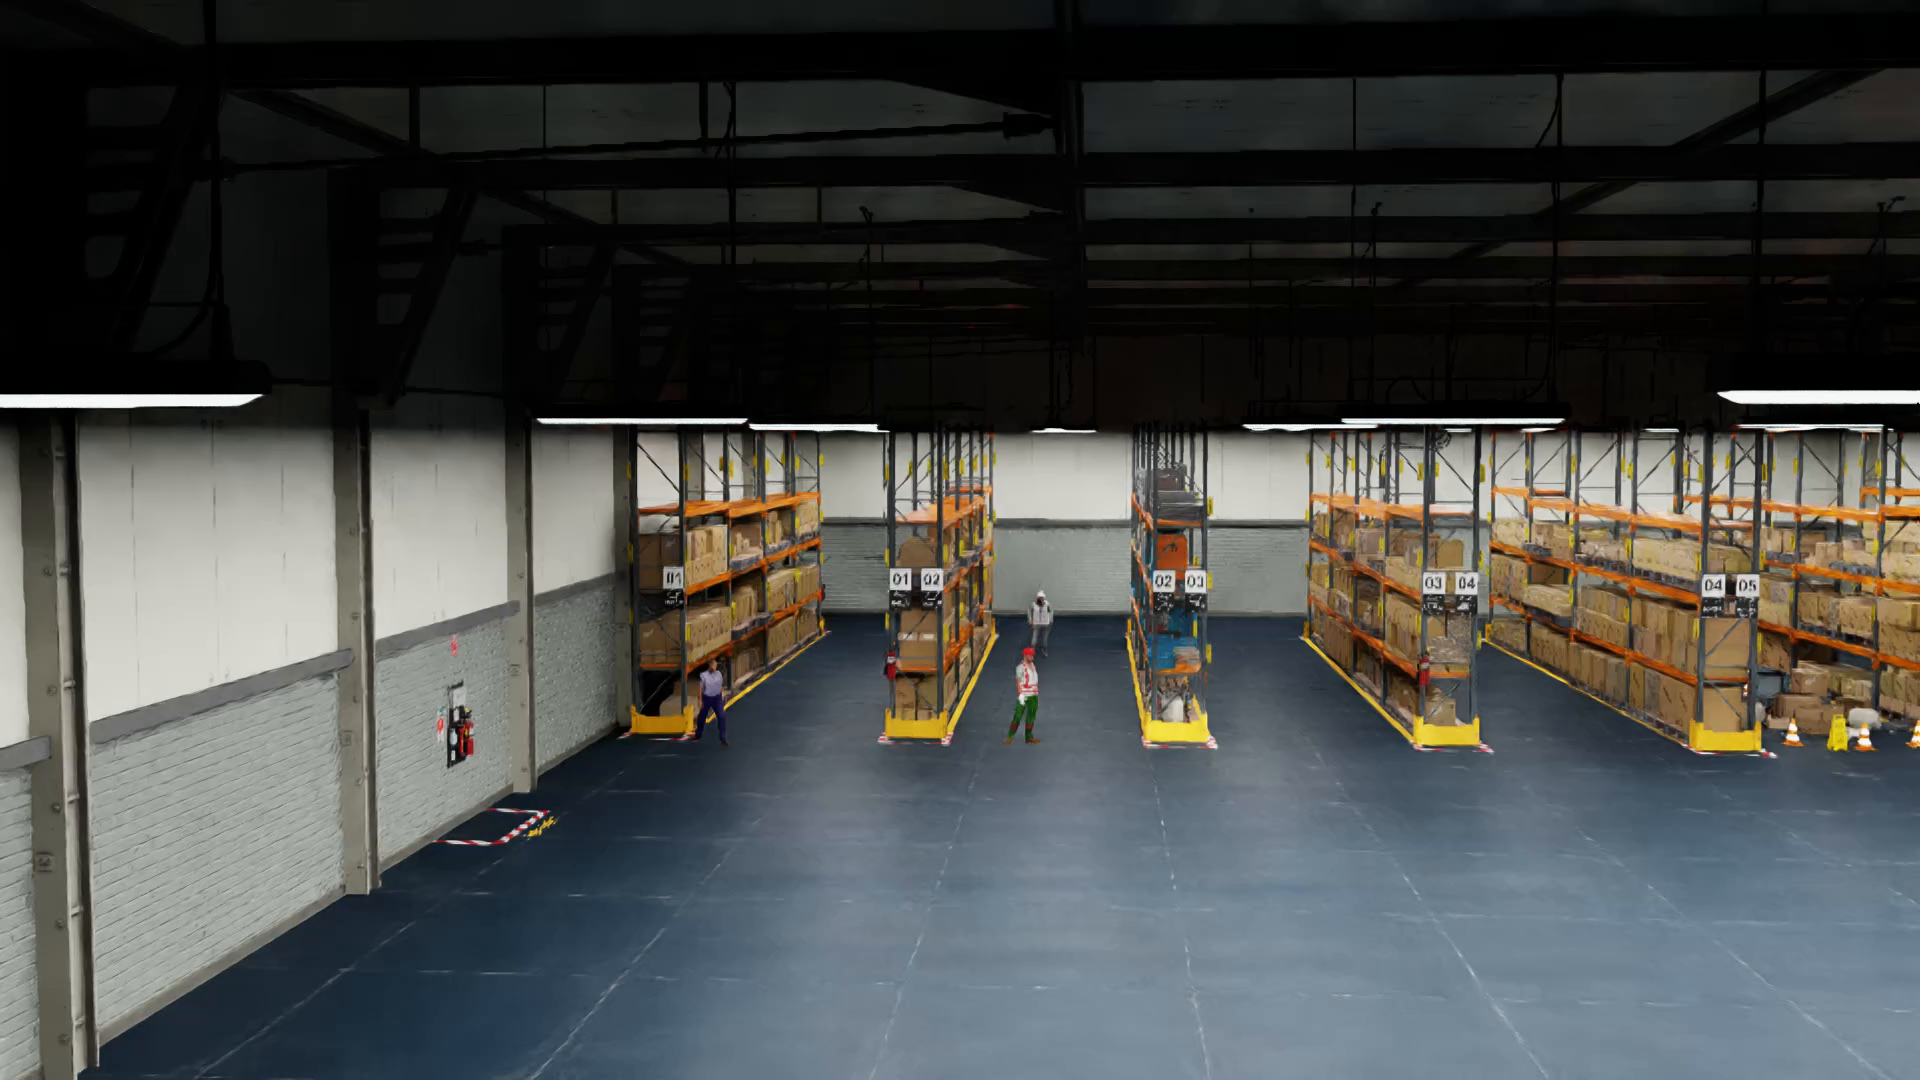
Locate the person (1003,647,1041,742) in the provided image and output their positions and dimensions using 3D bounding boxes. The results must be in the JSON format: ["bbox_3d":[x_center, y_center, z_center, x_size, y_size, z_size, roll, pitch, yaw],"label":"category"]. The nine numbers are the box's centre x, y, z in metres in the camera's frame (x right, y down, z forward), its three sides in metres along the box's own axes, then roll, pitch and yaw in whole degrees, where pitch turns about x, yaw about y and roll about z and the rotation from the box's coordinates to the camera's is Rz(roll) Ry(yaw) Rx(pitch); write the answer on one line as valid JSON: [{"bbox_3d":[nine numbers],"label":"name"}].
[{"bbox_3d":[1.151,2.882,30.859,0.705,1.787,0.487,-3,5,-43],"label":"person"}]

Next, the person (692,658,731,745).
[{"bbox_3d":[-4.619,2.974,30.746,0.587,1.597,0.918,-2,4,-23],"label":"person"}]

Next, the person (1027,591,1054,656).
[{"bbox_3d":[2.075,2.156,42.884,0.677,1.725,0.574,0,4,2],"label":"person"}]
